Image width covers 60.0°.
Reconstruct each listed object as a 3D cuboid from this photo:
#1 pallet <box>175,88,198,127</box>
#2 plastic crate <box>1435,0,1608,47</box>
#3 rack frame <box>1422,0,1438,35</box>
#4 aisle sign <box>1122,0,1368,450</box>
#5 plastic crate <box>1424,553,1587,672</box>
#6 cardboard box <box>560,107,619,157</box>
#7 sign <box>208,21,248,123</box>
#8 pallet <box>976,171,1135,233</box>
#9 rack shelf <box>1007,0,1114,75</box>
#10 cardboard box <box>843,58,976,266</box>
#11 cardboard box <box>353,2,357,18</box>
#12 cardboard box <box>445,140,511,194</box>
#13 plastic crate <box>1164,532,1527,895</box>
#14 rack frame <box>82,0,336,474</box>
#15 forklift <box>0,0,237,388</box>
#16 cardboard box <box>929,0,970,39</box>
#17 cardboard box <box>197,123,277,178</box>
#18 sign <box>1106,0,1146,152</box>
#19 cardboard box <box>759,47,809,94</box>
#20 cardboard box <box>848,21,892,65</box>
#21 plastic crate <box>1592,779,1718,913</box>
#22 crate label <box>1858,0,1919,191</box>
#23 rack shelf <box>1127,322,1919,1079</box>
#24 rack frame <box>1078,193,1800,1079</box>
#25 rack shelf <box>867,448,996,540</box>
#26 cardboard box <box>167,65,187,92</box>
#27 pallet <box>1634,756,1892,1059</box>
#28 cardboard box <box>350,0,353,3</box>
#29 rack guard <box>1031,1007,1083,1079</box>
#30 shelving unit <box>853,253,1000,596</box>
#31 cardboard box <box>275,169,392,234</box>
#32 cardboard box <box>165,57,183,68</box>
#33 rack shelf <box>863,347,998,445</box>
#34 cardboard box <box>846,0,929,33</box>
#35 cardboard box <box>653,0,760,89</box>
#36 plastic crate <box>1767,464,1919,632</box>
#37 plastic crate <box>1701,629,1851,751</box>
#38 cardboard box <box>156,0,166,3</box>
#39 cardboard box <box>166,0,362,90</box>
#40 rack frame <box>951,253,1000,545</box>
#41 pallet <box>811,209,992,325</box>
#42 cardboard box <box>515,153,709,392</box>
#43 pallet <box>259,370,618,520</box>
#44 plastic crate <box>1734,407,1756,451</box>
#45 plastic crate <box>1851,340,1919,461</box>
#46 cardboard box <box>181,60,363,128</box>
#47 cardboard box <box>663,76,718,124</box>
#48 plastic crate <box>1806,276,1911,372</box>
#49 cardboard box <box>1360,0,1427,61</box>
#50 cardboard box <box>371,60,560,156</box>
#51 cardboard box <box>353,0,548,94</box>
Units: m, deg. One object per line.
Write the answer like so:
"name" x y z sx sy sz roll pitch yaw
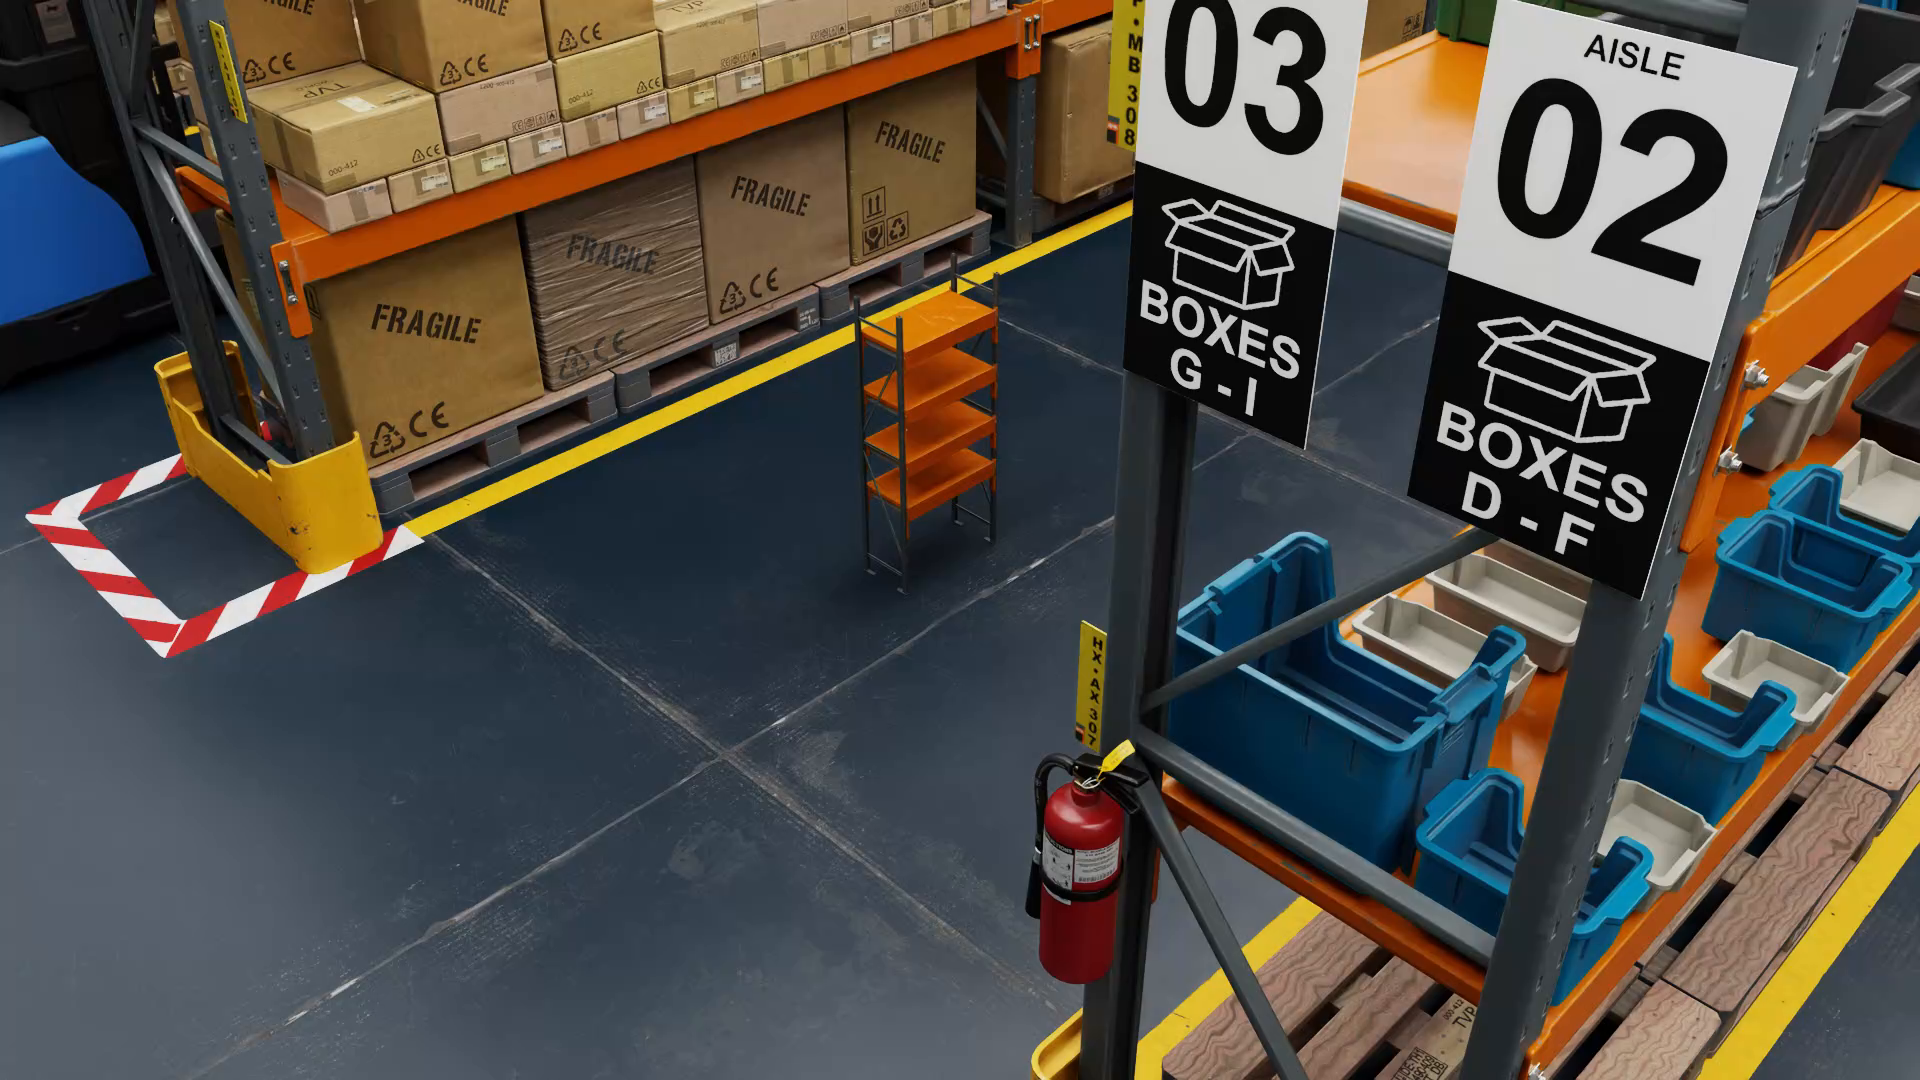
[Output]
"pallet" -4.762 -3.129 11.052 1.003 0.211 1.213 30 45 35
"plastic crate" 1.183 -1.056 3.205 0.450 0.188 0.336 30 45 35
"rack frame" 2.813 -4.641 10.782 1.000 3.000 0.127 30 45 35
"aisle sign" 0.432 -0.552 2.647 0.394 0.787 0.004 30 45 35
"plastic crate" 1.351 0.171 4.061 0.396 0.136 0.243 30 45 35
"cardboard box" -1.617 -1.719 6.813 0.380 0.149 0.250 29 44 34
"sign" -2.434 -1.555 5.531 0.100 0.325 0.005 30 45 35
"pallet" 0.485 -2.217 9.744 1.003 0.211 1.213 30 45 35
"rack shelf" 1.403 -3.534 9.824 1.077 0.370 4.000 30 45 35
"cardboard box" -0.527 -2.082 8.604 0.875 0.875 0.875 30 45 35
"cardboard box" -4.055 -3.633 11.202 0.250 0.149 0.380 -29 44 -35
"cardboard box" -1.980 -1.510 6.513 0.380 0.149 0.250 28 44 34
"plastic crate" 0.794 0.352 3.539 0.616 0.435 0.499 30 45 35
"rack frame" -2.824 -1.393 6.126 1.000 3.000 0.127 30 45 35
"forklift" -3.992 -2.621 7.946 1.130 2.935 3.031 27 43 33
"cardboard box" -0.170 -2.553 8.009 0.250 0.149 0.380 -29 44 -35
"cardboard box" -2.807 -1.568 6.595 0.250 0.149 0.380 -29 44 -35
"sign" 0.289 -0.800 2.744 0.100 0.325 0.005 30 45 35
"cardboard box" -0.893 -2.136 7.411 0.380 0.149 0.250 29 44 35
"cardboard box" -0.531 -2.345 7.710 0.250 0.149 0.380 -29 44 -35
"plastic crate" 1.383 0.622 3.414 0.250 0.136 0.298 30 45 35
"crate label" 1.570 -0.811 2.798 0.408 0.251 0.502 30 45 35
"rack shelf" 2.100 0.086 4.633 1.077 0.370 4.000 30 45 35
"rack frame" 0.691 0.603 3.263 1.000 3.000 0.127 30 45 35
"rack shelf" -0.117 -0.207 6.462 0.258 0.148 0.480 30 45 35
"cardboard box" -5.010 -2.964 10.503 0.380 0.149 0.250 30 45 35
"pallet" 2.159 0.935 5.225 1.003 0.211 1.213 30 45 35
"cardboard box" -4.206 -3.610 10.909 0.380 0.149 0.250 27 43 33
"rack guard" 0.683 1.643 3.957 1.175 0.500 0.348 30 45 35
"shelving unit" -0.117 -0.425 6.310 0.258 1.200 0.503 30 45 35
"cardboard box" -2.340 -1.301 6.214 0.250 0.149 0.380 -29 44 -35
"cardboard box" -5.001 -3.097 10.434 0.380 0.149 0.250 27 43 33
"rack shelf" -0.117 -0.553 6.221 0.258 0.148 0.480 30 45 35
"cardboard box" -0.493 -2.582 7.701 0.500 0.250 0.500 -28 44 -34
"cardboard box" -1.212 -2.170 7.110 0.500 0.250 0.500 29 44 34
"plastic crate" 2.238 0.023 4.189 0.416 0.233 0.300 30 45 35
"plastic crate" 1.861 0.347 3.809 0.250 0.136 0.298 30 45 35
"cardboard box" -5.128 -3.506 10.760 0.380 0.149 0.250 28 44 34
"cardboard box" -2.667 -2.065 6.305 0.500 0.500 0.500 -29 44 -35
"rack frame" 0.055 -0.524 6.452 0.240 1.200 0.015 30 45 35
"pallet" -0.597 -1.596 8.854 1.003 0.211 1.213 30 45 35
"cardboard box" -1.789 -1.356 7.562 0.875 0.875 0.875 30 45 35
"pallet" -2.316 -0.606 7.434 1.003 0.211 1.213 30 45 35
"plastic crate" 1.956 -0.290 4.638 0.416 0.233 0.300 30 45 35
"plastic crate" 2.911 -0.370 4.846 0.437 0.125 0.590 30 45 35
"cardboard box" -2.671 -1.758 6.519 0.500 0.250 0.500 29 44 35
"cardboard box" -1.257 -1.926 7.110 0.380 0.149 0.250 28 44 34
"plastic crate" 2.702 -0.810 5.181 0.402 0.464 0.583 30 45 35
"cardboard box" 2.312 -3.670 10.880 1.225 0.875 0.875 27 43 33
"cardboard box" -1.933 -1.754 6.513 0.500 0.250 0.500 29 44 35
"cardboard box" -1.942 -2.050 6.283 0.500 0.500 0.500 28 44 34
